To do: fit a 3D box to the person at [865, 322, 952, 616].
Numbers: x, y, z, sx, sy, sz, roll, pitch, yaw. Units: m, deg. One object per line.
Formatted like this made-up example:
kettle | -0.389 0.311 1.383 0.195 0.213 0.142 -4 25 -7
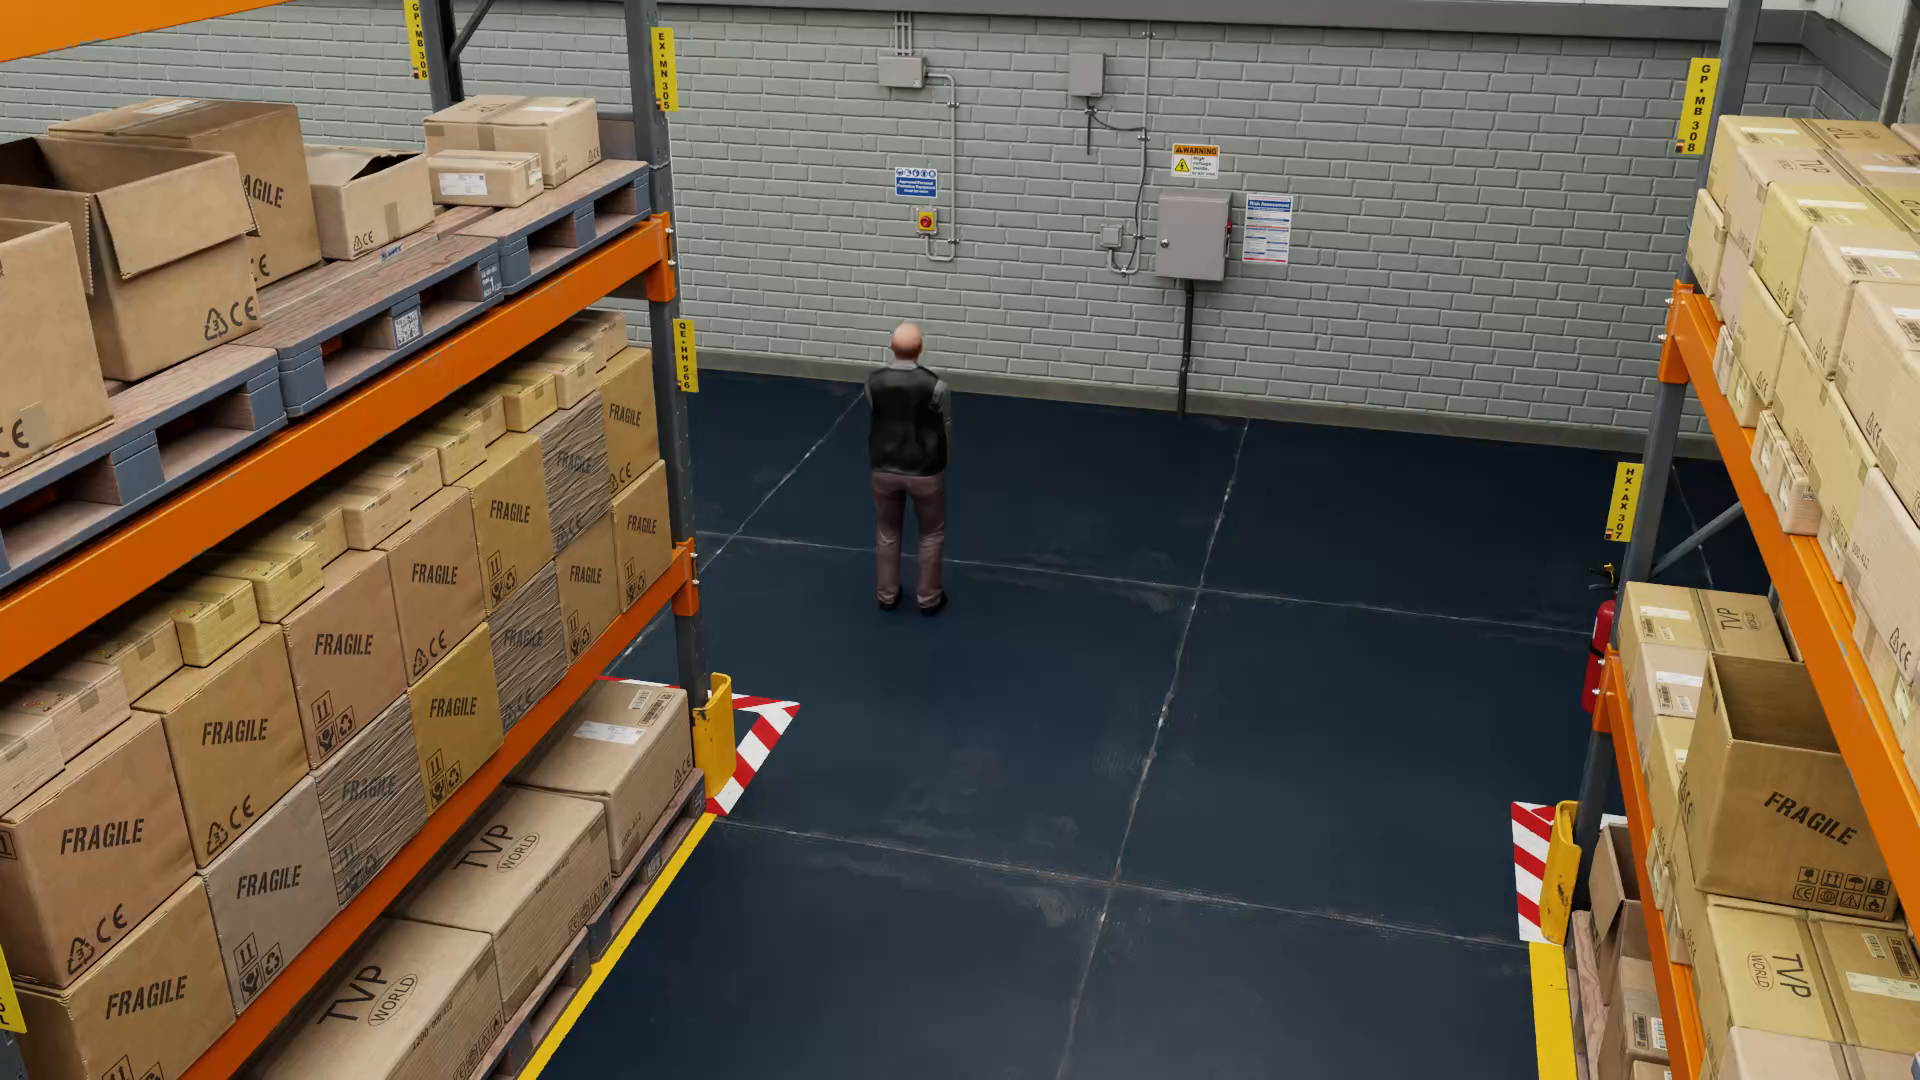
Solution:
person | -0.286 -0.424 9.555 0.491 1.716 0.568 6 26 12
